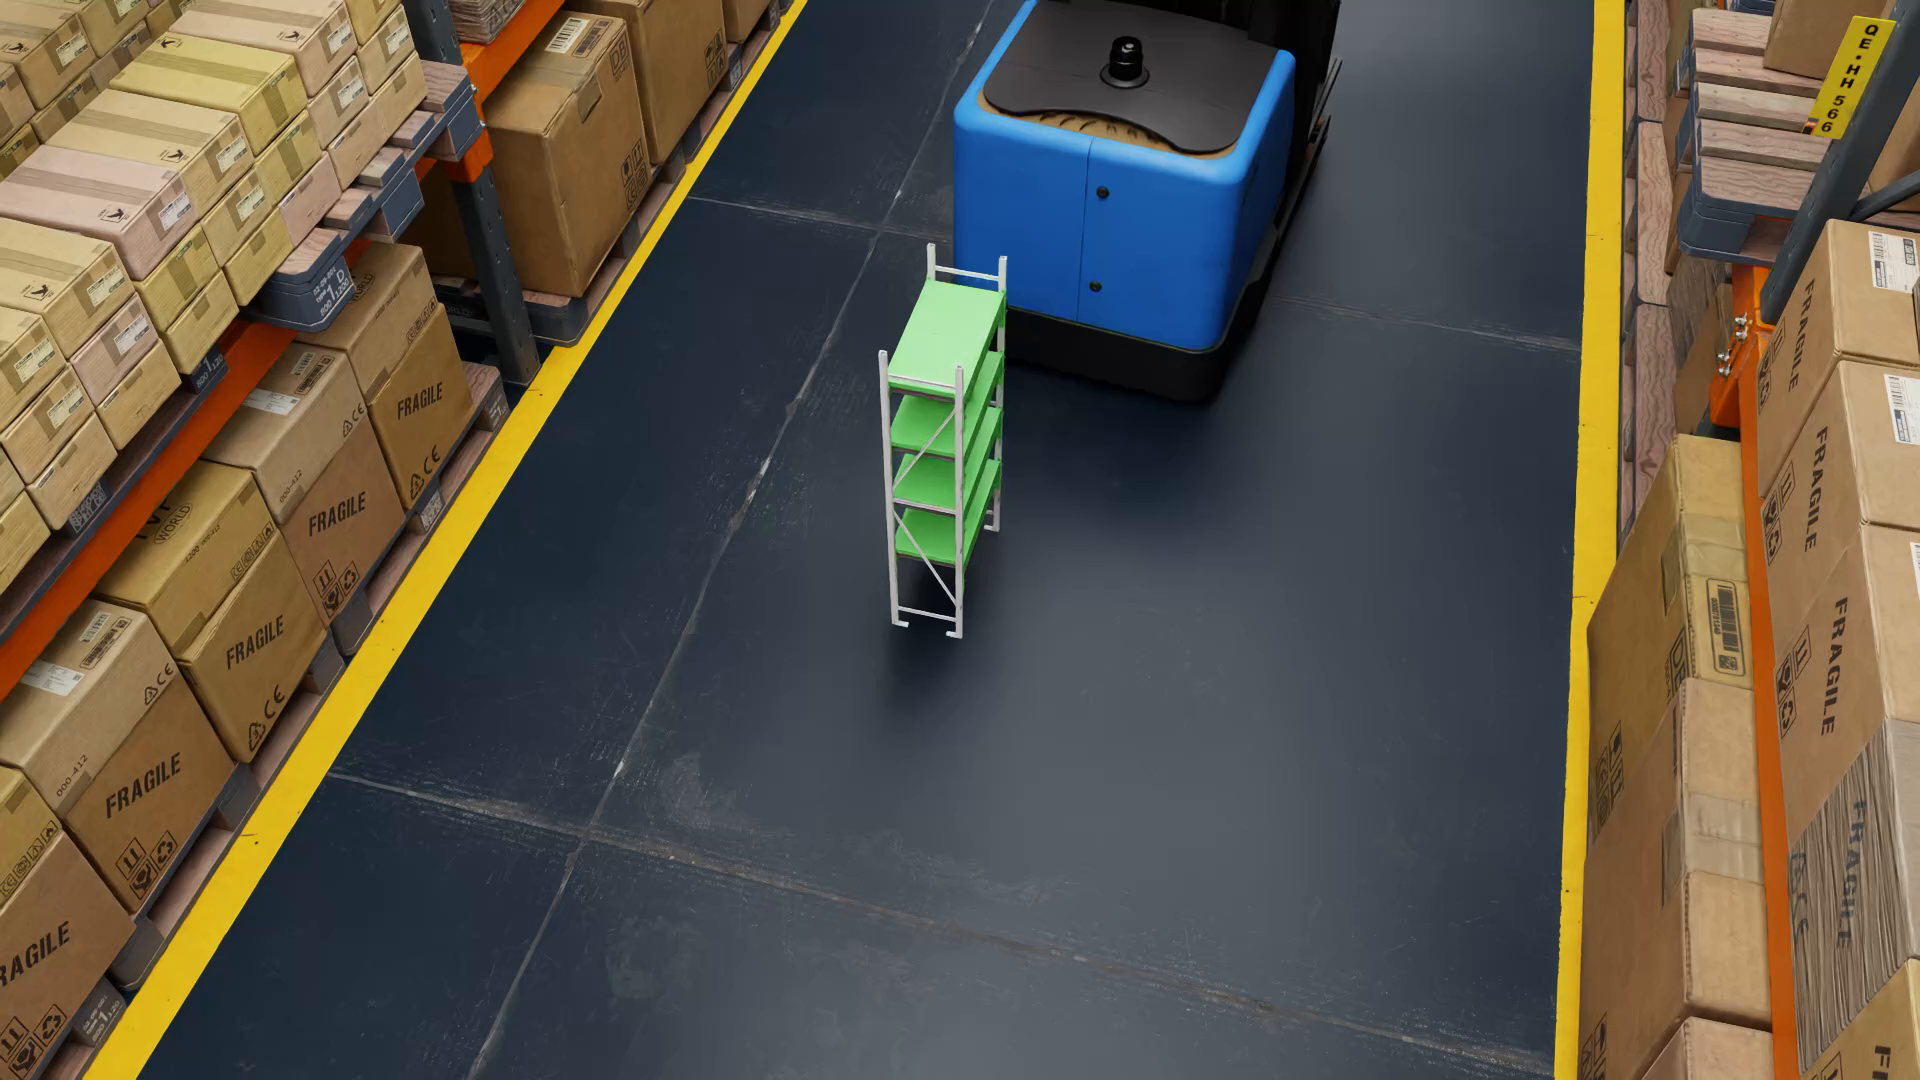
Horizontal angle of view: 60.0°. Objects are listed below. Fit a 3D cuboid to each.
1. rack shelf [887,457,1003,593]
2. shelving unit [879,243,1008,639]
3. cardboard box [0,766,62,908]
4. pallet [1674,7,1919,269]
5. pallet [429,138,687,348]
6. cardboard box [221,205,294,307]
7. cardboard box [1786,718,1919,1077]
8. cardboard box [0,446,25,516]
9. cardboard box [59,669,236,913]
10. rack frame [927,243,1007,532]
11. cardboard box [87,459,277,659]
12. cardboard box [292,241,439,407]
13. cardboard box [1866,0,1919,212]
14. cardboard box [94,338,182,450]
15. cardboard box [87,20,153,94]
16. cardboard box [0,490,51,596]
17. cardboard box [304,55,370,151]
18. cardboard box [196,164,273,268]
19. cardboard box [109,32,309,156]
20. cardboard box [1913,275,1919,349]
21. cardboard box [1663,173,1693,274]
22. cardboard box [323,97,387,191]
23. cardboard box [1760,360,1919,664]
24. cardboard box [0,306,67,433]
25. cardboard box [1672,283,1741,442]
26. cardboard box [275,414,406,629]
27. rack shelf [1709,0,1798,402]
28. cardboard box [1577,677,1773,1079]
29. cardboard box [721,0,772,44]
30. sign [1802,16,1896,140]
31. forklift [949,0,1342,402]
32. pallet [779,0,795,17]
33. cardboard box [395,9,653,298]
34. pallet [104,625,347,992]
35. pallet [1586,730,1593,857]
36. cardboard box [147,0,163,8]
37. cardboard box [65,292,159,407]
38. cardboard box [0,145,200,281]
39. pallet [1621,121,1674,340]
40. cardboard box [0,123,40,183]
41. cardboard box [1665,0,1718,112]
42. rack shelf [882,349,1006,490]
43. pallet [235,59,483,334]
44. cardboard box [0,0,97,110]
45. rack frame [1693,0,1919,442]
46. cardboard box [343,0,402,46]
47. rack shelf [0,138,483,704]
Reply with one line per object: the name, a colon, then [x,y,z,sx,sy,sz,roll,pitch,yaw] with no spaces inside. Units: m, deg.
rack shelf: [-0.044,-0.076,5.422,0.258,0.148,0.480,12,50,10]
shelving unit: [-0.044,-0.277,5.194,0.258,1.200,0.503,12,50,10]
cardboard box: [-2.555,0.761,3.965,0.500,0.250,0.500,13,50,11]
pallet: [2.754,-1.126,4.871,1.213,0.211,1.003,12,50,10]
pallet: [-1.809,-1.337,6.789,1.003,0.211,1.213,12,50,10]
cardboard box: [-1.980,-0.768,4.315,0.380,0.149,0.250,11,49,10]
cardboard box: [1.880,0.718,3.049,0.500,0.500,0.500,12,50,10]
cardboard box: [-2.255,-0.110,3.535,0.380,0.149,0.250,11,49,9]
cardboard box: [-2.430,0.630,4.580,0.500,0.500,0.500,12,50,11]
rack frame: [0.021,-0.454,5.350,0.240,1.200,0.015,12,50,10]
cardboard box: [-2.288,0.014,4.624,0.500,0.250,0.500,13,50,11]
cardboard box: [-2.017,-0.718,5.270,0.500,0.250,0.500,11,49,9]
cardboard box: [2.772,-1.223,4.482,0.500,0.500,0.500,6,49,5]
cardboard box: [-2.119,-0.386,3.978,0.380,0.149,0.250,13,50,11]
cardboard box: [-2.480,-1.352,4.632,0.380,0.149,0.250,14,50,12]
cardboard box: [-2.257,-0.007,3.643,0.380,0.149,0.250,11,49,9]
cardboard box: [-1.849,-1.218,4.514,0.380,0.149,0.250,13,50,11]
cardboard box: [-1.982,-0.847,4.186,0.380,0.149,0.250,12,50,10]
cardboard box: [-1.914,-1.142,4.248,0.380,0.149,0.250,13,50,11]
cardboard box: [2.461,-0.492,3.448,0.797,0.503,0.637,13,50,11]
cardboard box: [3.102,-1.275,6.248,0.700,0.500,0.500,15,50,13]
cardboard box: [-1.843,-1.134,4.637,0.380,0.149,0.250,11,50,10]
cardboard box: [2.145,-0.014,3.695,0.500,0.500,0.500,10,49,9]
cardboard box: [-2.188,-0.389,3.584,0.380,0.149,0.250,13,50,11]
cardboard box: [2.826,-0.460,5.529,0.700,0.500,0.500,9,49,8]
cardboard box: [-2.151,-0.114,5.237,0.500,0.500,0.500,13,50,12]
rack shelf: [3.195,-1.861,5.872,1.077,0.370,4.000,12,50,10]
cardboard box: [2.225,1.050,3.960,1.225,0.875,0.875,12,50,10]
cardboard box: [-1.371,-2.829,7.466,1.050,0.750,0.750,12,50,10]
sign: [2.143,-1.110,4.009,0.100,0.325,0.005,12,50,10]
forklift: [0.958,-2.606,6.095,1.130,2.935,3.031,16,50,14]
pallet: [-1.167,-3.102,8.347,1.003,0.211,1.213,12,50,10]
cardboard box: [-1.843,-1.522,6.313,1.050,0.750,0.750,11,49,10]
pallet: [-2.620,0.663,5.024,1.003,0.211,1.213,12,50,10]
pallet: [2.389,0.825,4.881,1.003,0.211,1.213,12,50,10]
cardboard box: [-2.399,-1.658,4.703,0.380,0.149,0.250,12,50,10]
cardboard box: [-2.118,-0.478,3.860,0.380,0.149,0.250,13,50,11]
cardboard box: [-2.049,-0.775,3.924,0.380,0.149,0.250,12,50,10]
pallet: [3.199,-1.175,6.646,1.003,0.211,1.213,12,50,10]
cardboard box: [-2.613,-0.976,4.300,0.380,0.149,0.250,12,50,10]
cardboard box: [3.396,-2.083,6.962,0.700,0.500,0.500,11,50,10]
rack shelf: [-0.044,-0.394,5.062,0.258,0.148,0.480,12,50,10]
pallet: [-2.174,-1.105,4.852,1.213,0.211,1.003,12,50,10]
cardboard box: [-2.535,-1.290,4.378,0.380,0.149,0.250,11,50,10]
rack frame: [2.669,-0.653,4.325,1.000,3.000,0.127,12,50,10]
cardboard box: [-1.776,-1.512,4.575,0.380,0.149,0.250,10,49,9]
rack shelf: [-2.616,-0.020,4.247,1.077,0.370,4.000,12,50,10]
